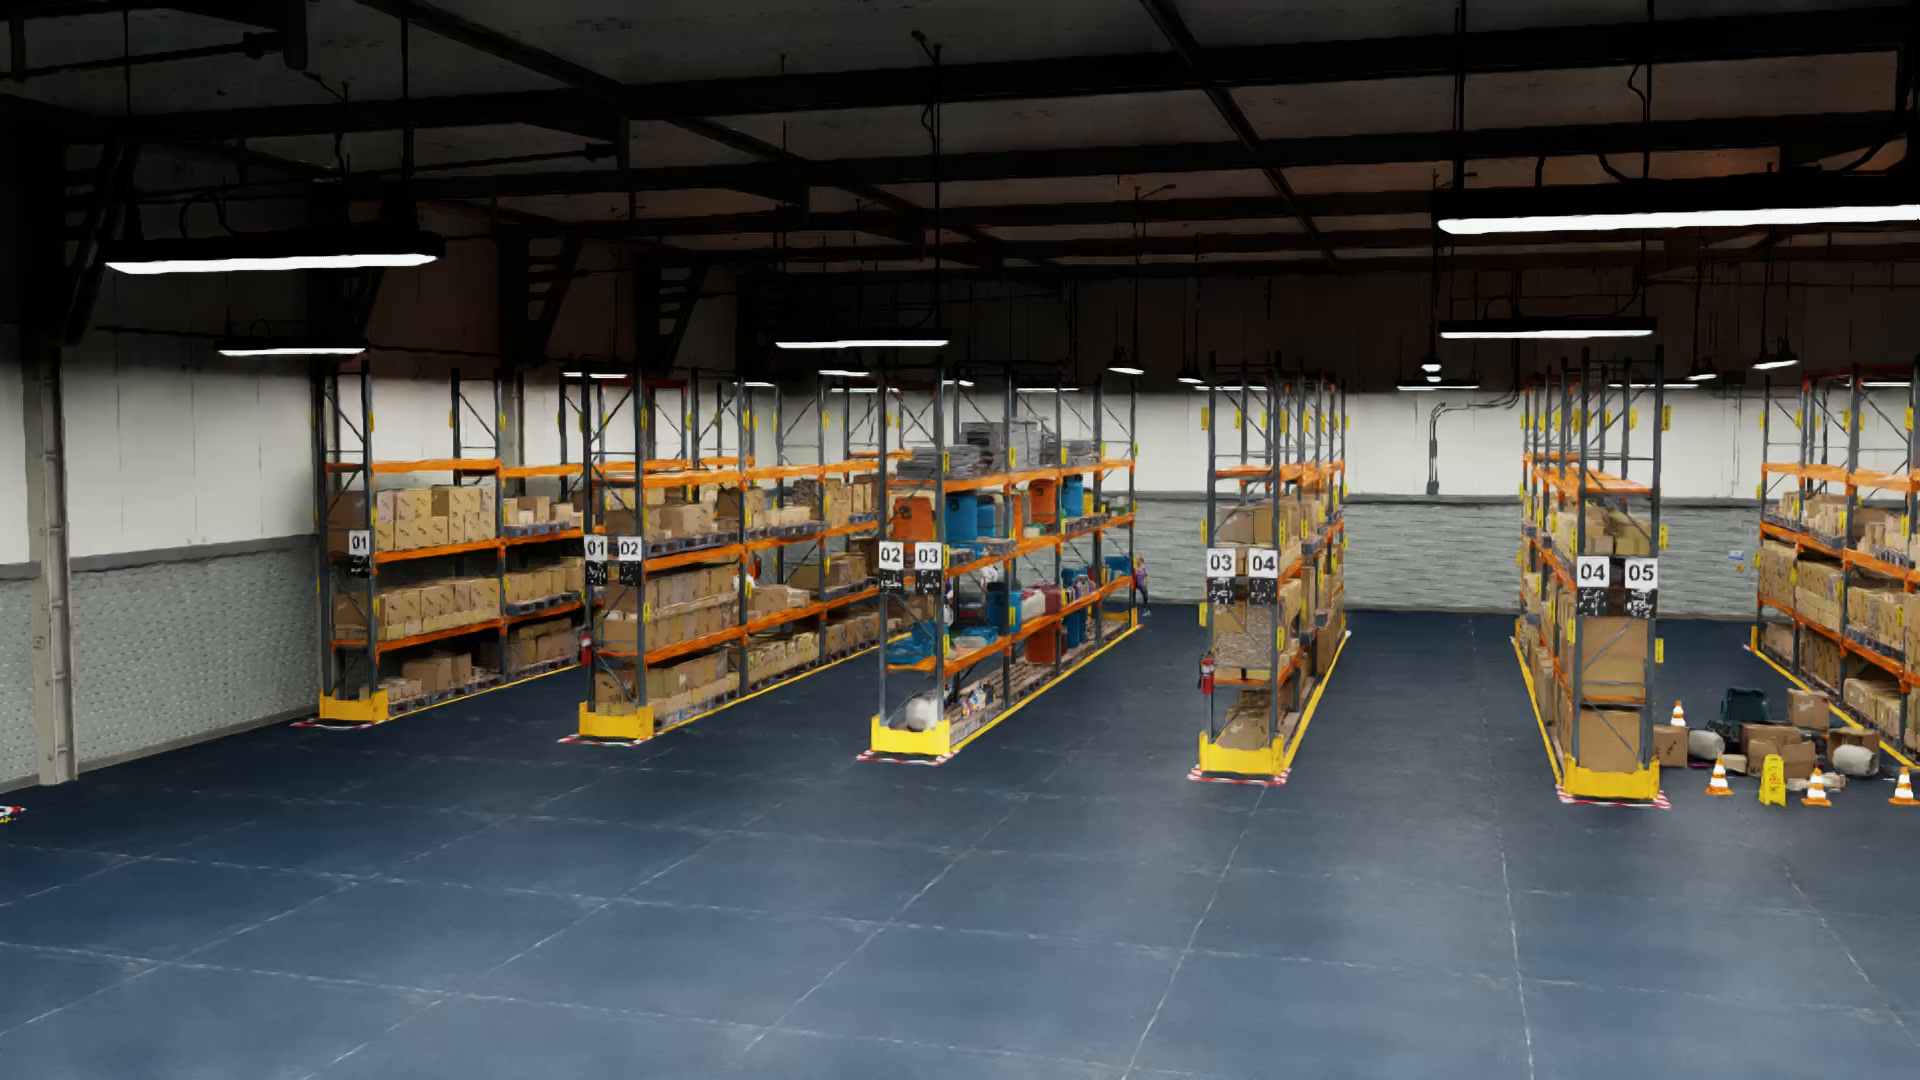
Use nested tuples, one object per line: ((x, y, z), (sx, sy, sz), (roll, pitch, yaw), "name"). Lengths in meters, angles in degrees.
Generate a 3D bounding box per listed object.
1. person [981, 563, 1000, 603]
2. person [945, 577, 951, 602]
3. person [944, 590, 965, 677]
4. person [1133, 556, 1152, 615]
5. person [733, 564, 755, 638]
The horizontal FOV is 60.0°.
((0.741, 1.189, 41.630), (0.422, 1.668, 0.606), (3, 5, 37), "person")
((-0.515, 0.921, 45.986), (0.660, 1.585, 0.785), (0, 4, -4), "person")
((-0.131, 1.825, 32.516), (0.677, 1.726, 0.574), (1, 4, 15), "person")
((4.602, 1.164, 42.886), (0.552, 1.536, 0.738), (0, 4, -5), "person")
((-5.018, 1.392, 38.575), (0.591, 1.716, 1.042), (1, 4, 15), "person")
